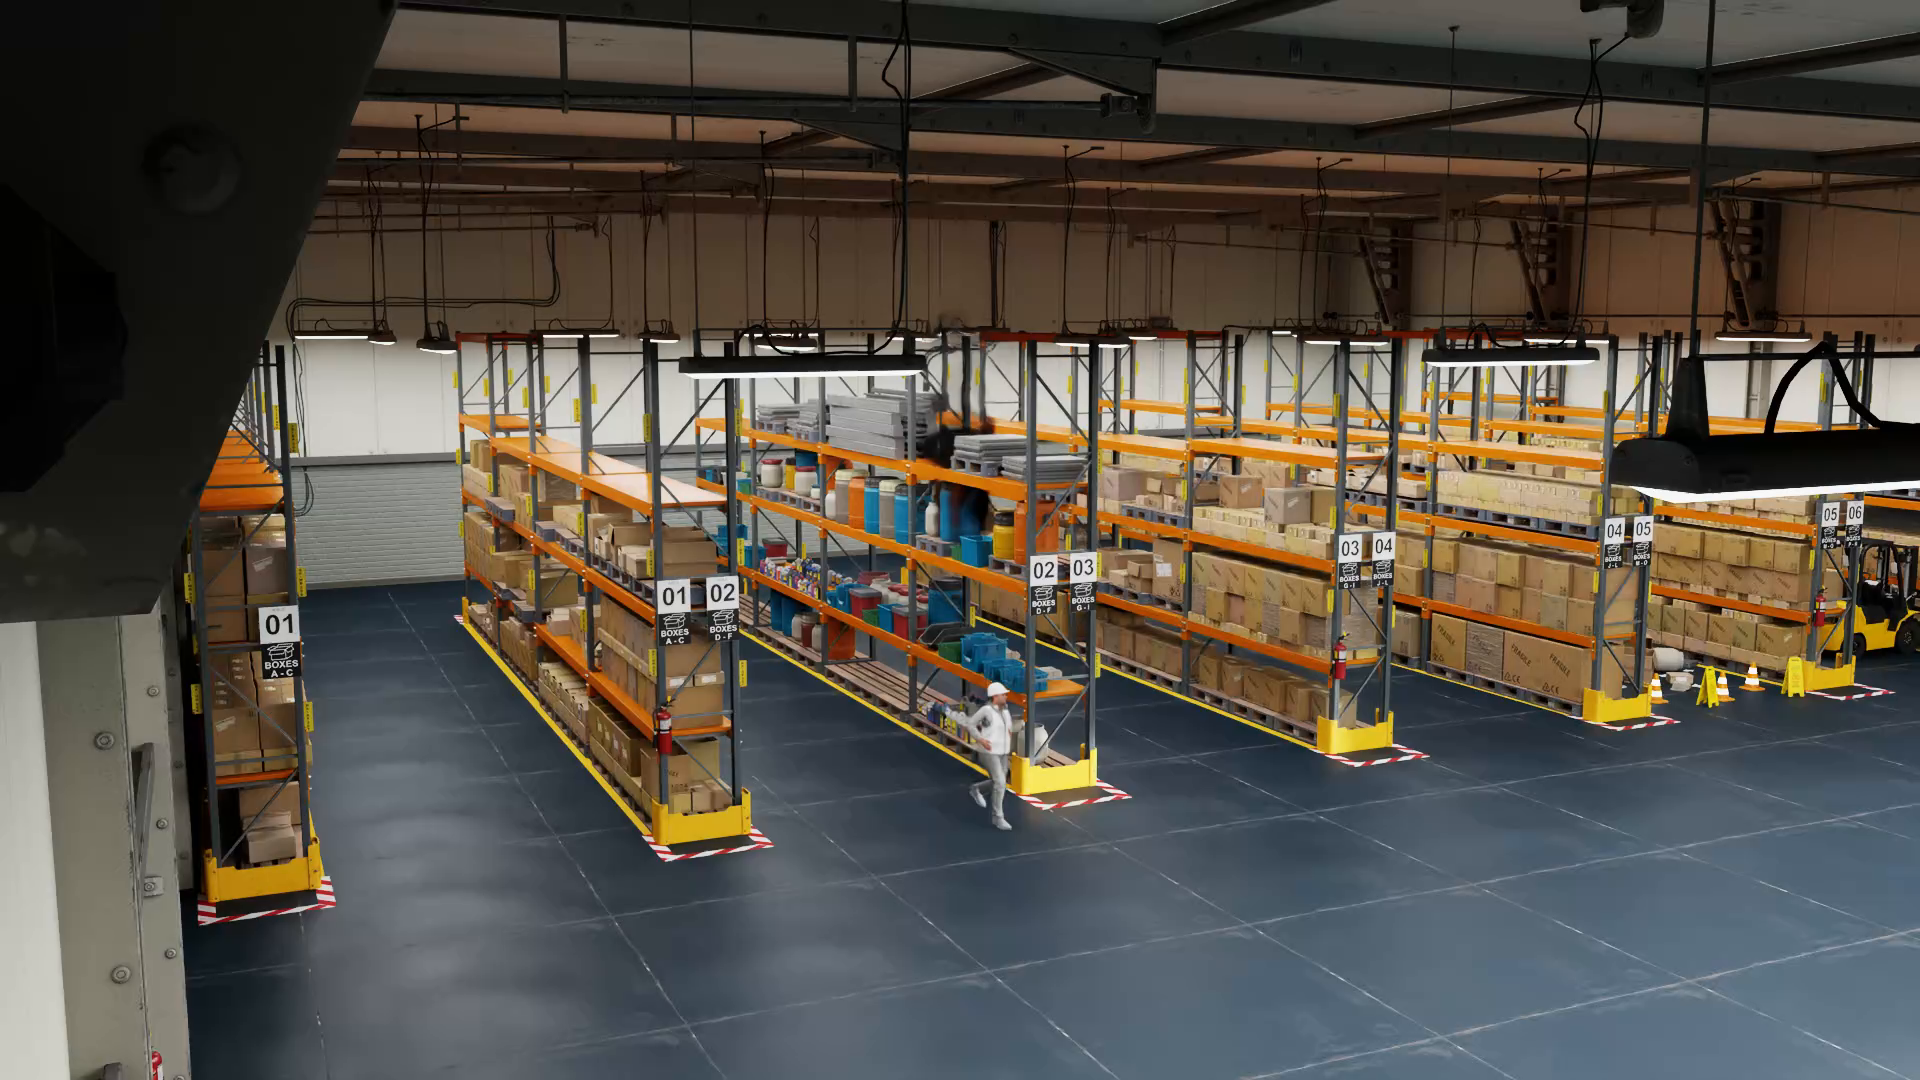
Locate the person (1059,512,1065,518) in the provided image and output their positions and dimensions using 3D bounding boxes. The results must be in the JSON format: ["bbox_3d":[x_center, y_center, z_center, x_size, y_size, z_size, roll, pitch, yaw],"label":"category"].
[{"bbox_3d":[2.388,0.102,40.540,0.585,1.618,0.700,1,8,6],"label":"person"}]

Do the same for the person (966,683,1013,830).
[{"bbox_3d":[0.444,2.668,20.976,0.903,1.754,0.678,6,10,39],"label":"person"}]
